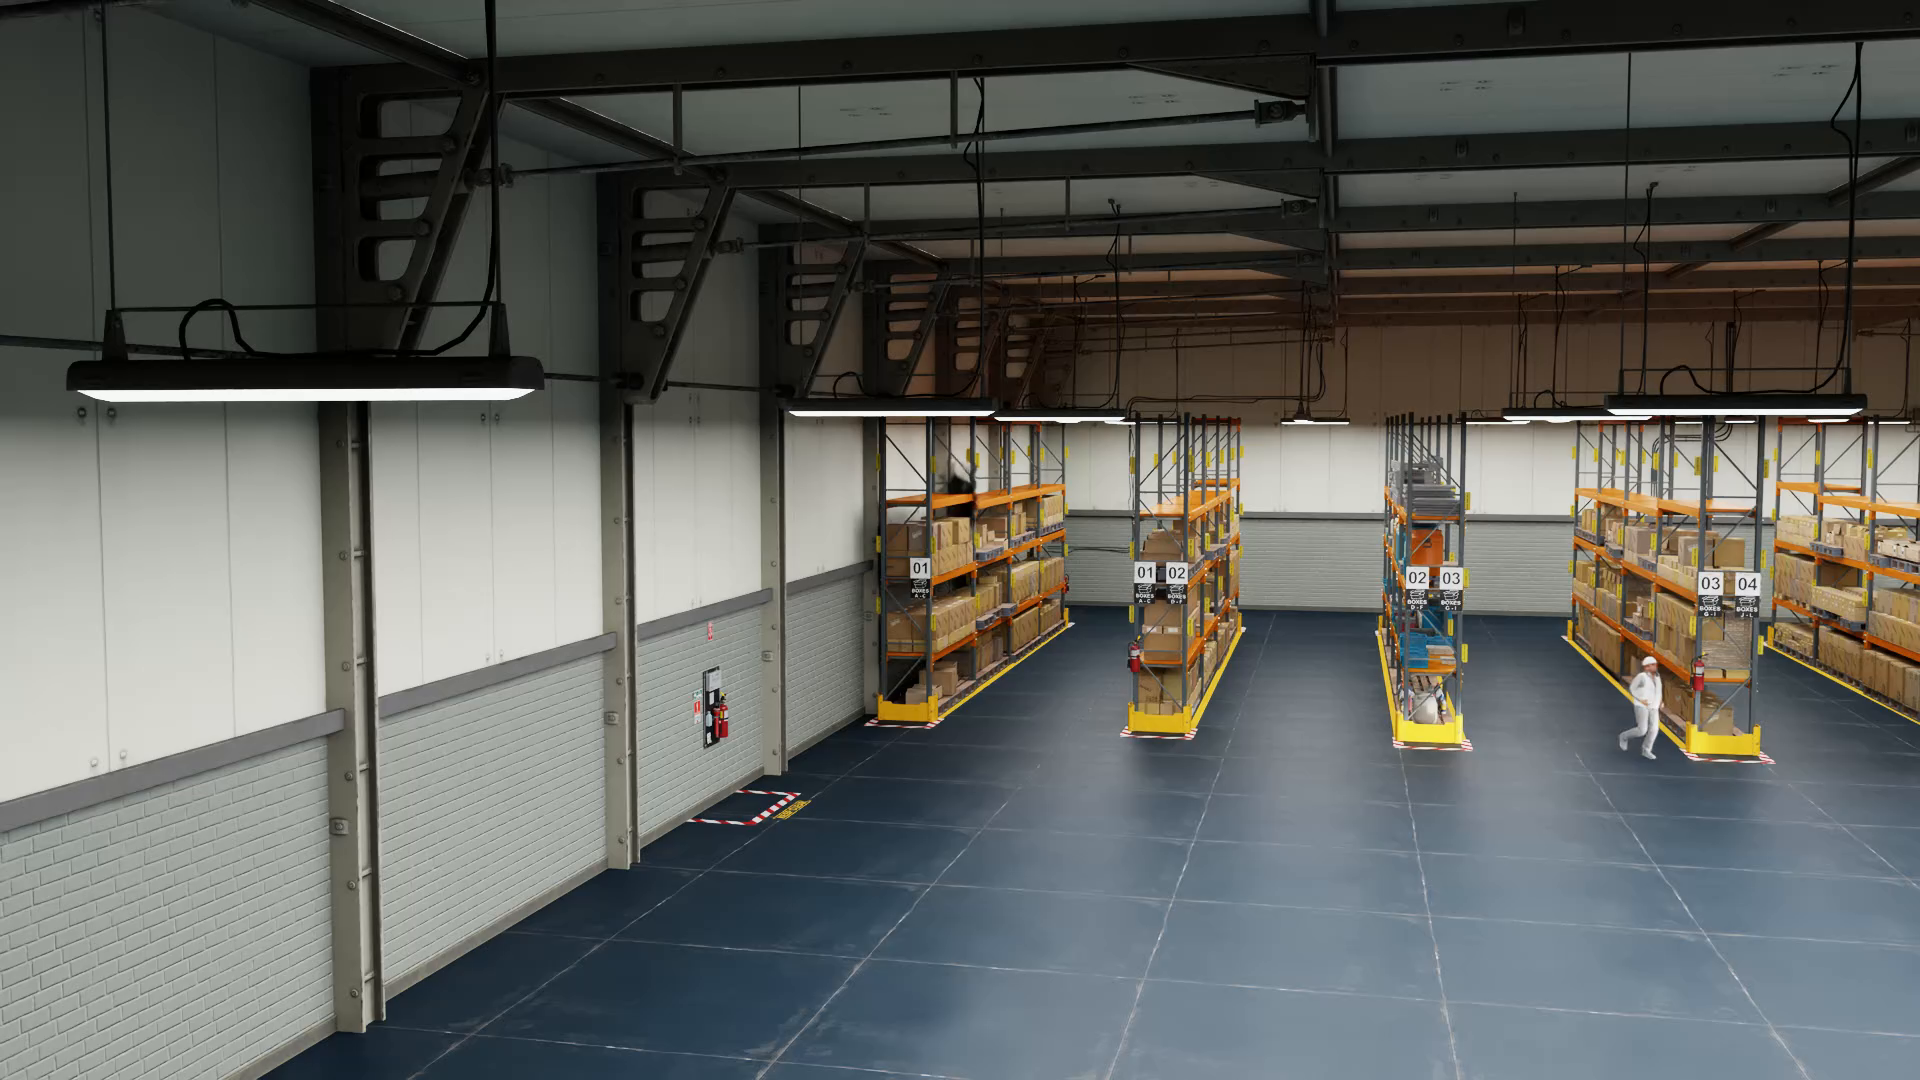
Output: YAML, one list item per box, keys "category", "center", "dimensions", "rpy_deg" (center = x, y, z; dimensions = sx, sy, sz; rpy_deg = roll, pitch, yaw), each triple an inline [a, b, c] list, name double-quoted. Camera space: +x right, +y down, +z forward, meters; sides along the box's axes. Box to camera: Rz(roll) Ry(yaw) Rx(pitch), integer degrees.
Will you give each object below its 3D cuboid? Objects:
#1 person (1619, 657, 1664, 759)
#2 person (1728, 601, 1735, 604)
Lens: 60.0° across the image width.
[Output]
- category: "person"
  center: [11.980, 2.897, 29.042]
  dimensions: [0.718, 1.743, 0.717]
  rpy_deg: [-2, 4, -23]
- category: "person"
  center: [20.832, 1.864, 44.319]
  dimensions: [0.621, 1.722, 0.699]
  rpy_deg: [-2, 5, -33]
